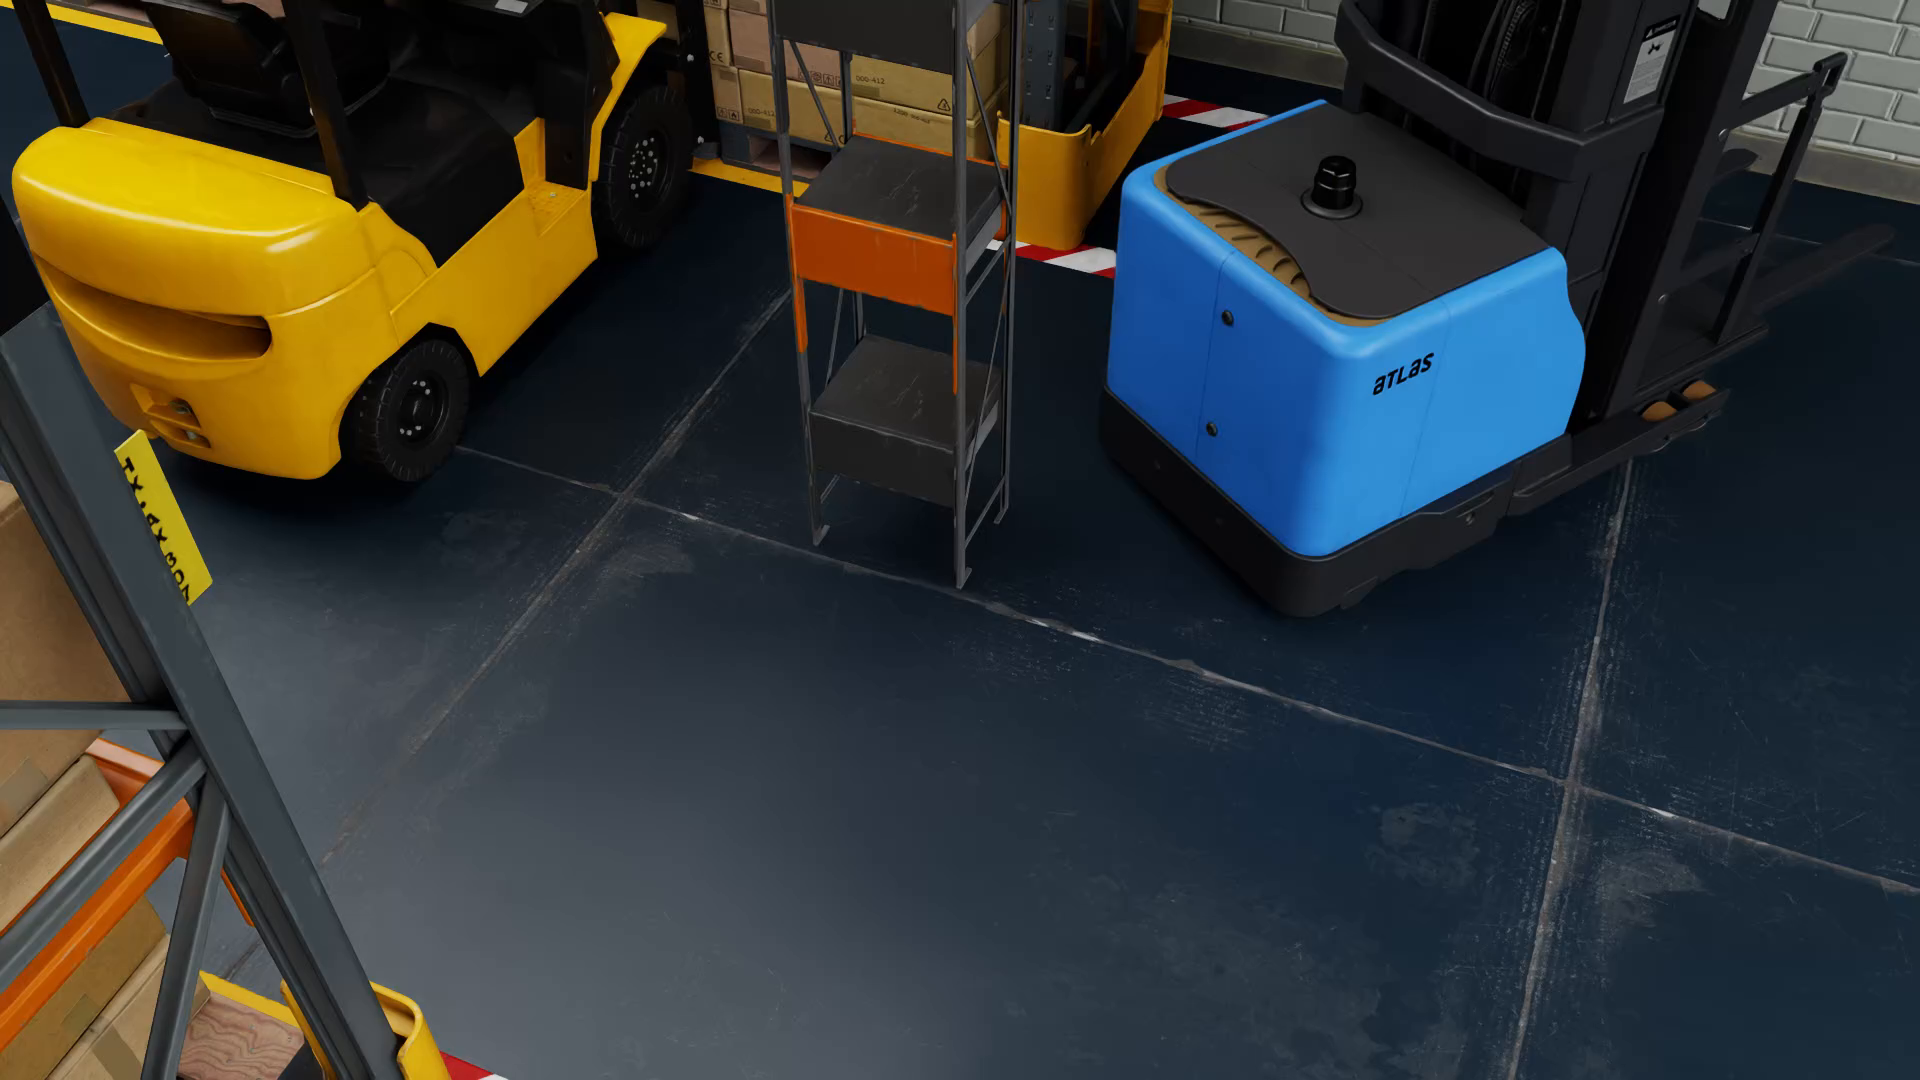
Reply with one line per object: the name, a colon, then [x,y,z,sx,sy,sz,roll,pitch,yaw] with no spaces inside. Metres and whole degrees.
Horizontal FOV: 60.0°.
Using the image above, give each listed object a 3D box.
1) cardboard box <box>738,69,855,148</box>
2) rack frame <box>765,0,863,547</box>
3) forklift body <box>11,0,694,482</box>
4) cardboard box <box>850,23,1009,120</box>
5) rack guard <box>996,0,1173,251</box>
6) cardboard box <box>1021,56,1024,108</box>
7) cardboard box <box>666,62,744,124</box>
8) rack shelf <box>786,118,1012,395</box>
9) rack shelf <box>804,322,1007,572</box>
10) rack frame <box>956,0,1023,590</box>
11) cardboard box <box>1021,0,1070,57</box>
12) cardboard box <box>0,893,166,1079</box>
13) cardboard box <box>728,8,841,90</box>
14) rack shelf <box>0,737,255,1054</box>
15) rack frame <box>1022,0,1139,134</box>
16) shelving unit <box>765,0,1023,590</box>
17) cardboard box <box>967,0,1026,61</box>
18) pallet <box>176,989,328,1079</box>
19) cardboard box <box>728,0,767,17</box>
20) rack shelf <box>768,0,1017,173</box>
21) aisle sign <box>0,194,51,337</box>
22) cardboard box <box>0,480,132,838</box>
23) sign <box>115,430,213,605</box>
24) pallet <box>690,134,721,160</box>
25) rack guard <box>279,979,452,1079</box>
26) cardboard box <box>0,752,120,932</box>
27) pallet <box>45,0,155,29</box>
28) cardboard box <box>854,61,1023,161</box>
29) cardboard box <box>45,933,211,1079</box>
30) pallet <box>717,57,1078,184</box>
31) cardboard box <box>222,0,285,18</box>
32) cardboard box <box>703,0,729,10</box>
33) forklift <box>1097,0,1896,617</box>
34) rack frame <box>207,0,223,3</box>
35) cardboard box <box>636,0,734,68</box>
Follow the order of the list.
cardboard box: [-0.533,-1.825,6.609,0.500,0.250,0.500,16,47,16]
rack frame: [-0.378,-0.856,4.621,0.015,2.100,0.400,16,47,16]
forklift body: [-1.975,-1.614,5.348,1.214,2.155,2.313,16,47,16]
cardboard box: [-0.092,-1.868,6.298,0.500,0.250,0.500,16,47,15]
rack guard: [0.499,-1.695,6.599,0.348,0.500,1.175,16,47,16]
cardboard box: [0.099,-2.023,6.808,0.500,0.250,0.500,17,47,16]
cardboard box: [-0.992,-1.967,6.752,0.500,0.250,0.500,17,47,16]
rack shelf: [-0.153,-0.780,4.564,0.480,0.518,0.431,16,47,16]
rack shelf: [-0.153,-0.283,5.058,0.480,0.518,0.431,16,47,16]
rack frame: [0.072,-0.723,4.488,0.015,2.100,0.400,16,47,16]
cardboard box: [0.123,-2.202,6.634,0.500,0.250,0.500,17,47,17]
cardboard box: [-2.091,0.799,3.440,0.500,0.500,0.500,15,47,15]
cardboard box: [-0.551,-2.011,6.442,0.500,0.250,0.500,16,47,15]
rack shelf: [-3.276,0.356,3.275,4.000,0.370,1.077,16,47,16]
rack frame: [0.477,-2.588,5.724,0.127,3.000,1.000,16,47,16]
shelving unit: [-0.153,-0.789,4.555,0.503,2.100,0.431,16,47,16]
cardboard box: [-0.068,-2.038,6.115,0.500,0.250,0.500,18,48,17]
pallet: [-2.237,1.369,3.725,1.213,0.211,1.003,16,47,16]
cardboard box: [-0.541,-2.173,6.250,0.500,0.250,0.500,17,47,17]
rack shelf: [-0.153,-1.276,4.070,0.480,0.518,0.431,16,47,16]
aisle sign: [-1.254,-0.462,1.745,0.004,0.787,0.394,16,47,16]
cardboard box: [-1.761,0.194,2.646,0.500,0.500,0.500,16,47,15]
sign: [-1.222,-0.016,2.525,0.005,0.325,0.100,16,47,16]
pallet: [-1.367,-2.112,7.223,1.213,0.211,1.003,16,47,16]
rack guard: [-1.500,1.510,3.378,0.348,0.500,1.175,16,47,16]
cardboard box: [-1.664,0.506,2.793,0.250,0.149,0.380,17,47,16]
pallet: [-3.909,-2.860,7.975,1.213,0.211,1.003,16,47,16]
cardboard box: [-0.078,-1.684,6.467,0.500,0.250,0.500,17,47,16]
cardboard box: [-2.068,1.071,3.699,0.500,0.250,0.500,16,47,16]
pallet: [-0.245,-1.780,6.889,1.213,0.211,1.003,16,47,16]
cardboard box: [-2.895,-2.501,7.289,0.500,0.250,0.500,17,47,16]
cardboard box: [-1.011,-2.304,6.382,0.500,0.250,0.500,17,47,16]
forklift: [1.968,-1.623,4.803,3.031,2.935,1.130,-25,50,-23]
rack frame: [-3.214,-3.674,6.816,0.127,3.000,1.000,16,47,16]
cardboard box: [-1.036,-2.138,6.569,0.500,0.250,0.500,15,47,15]
